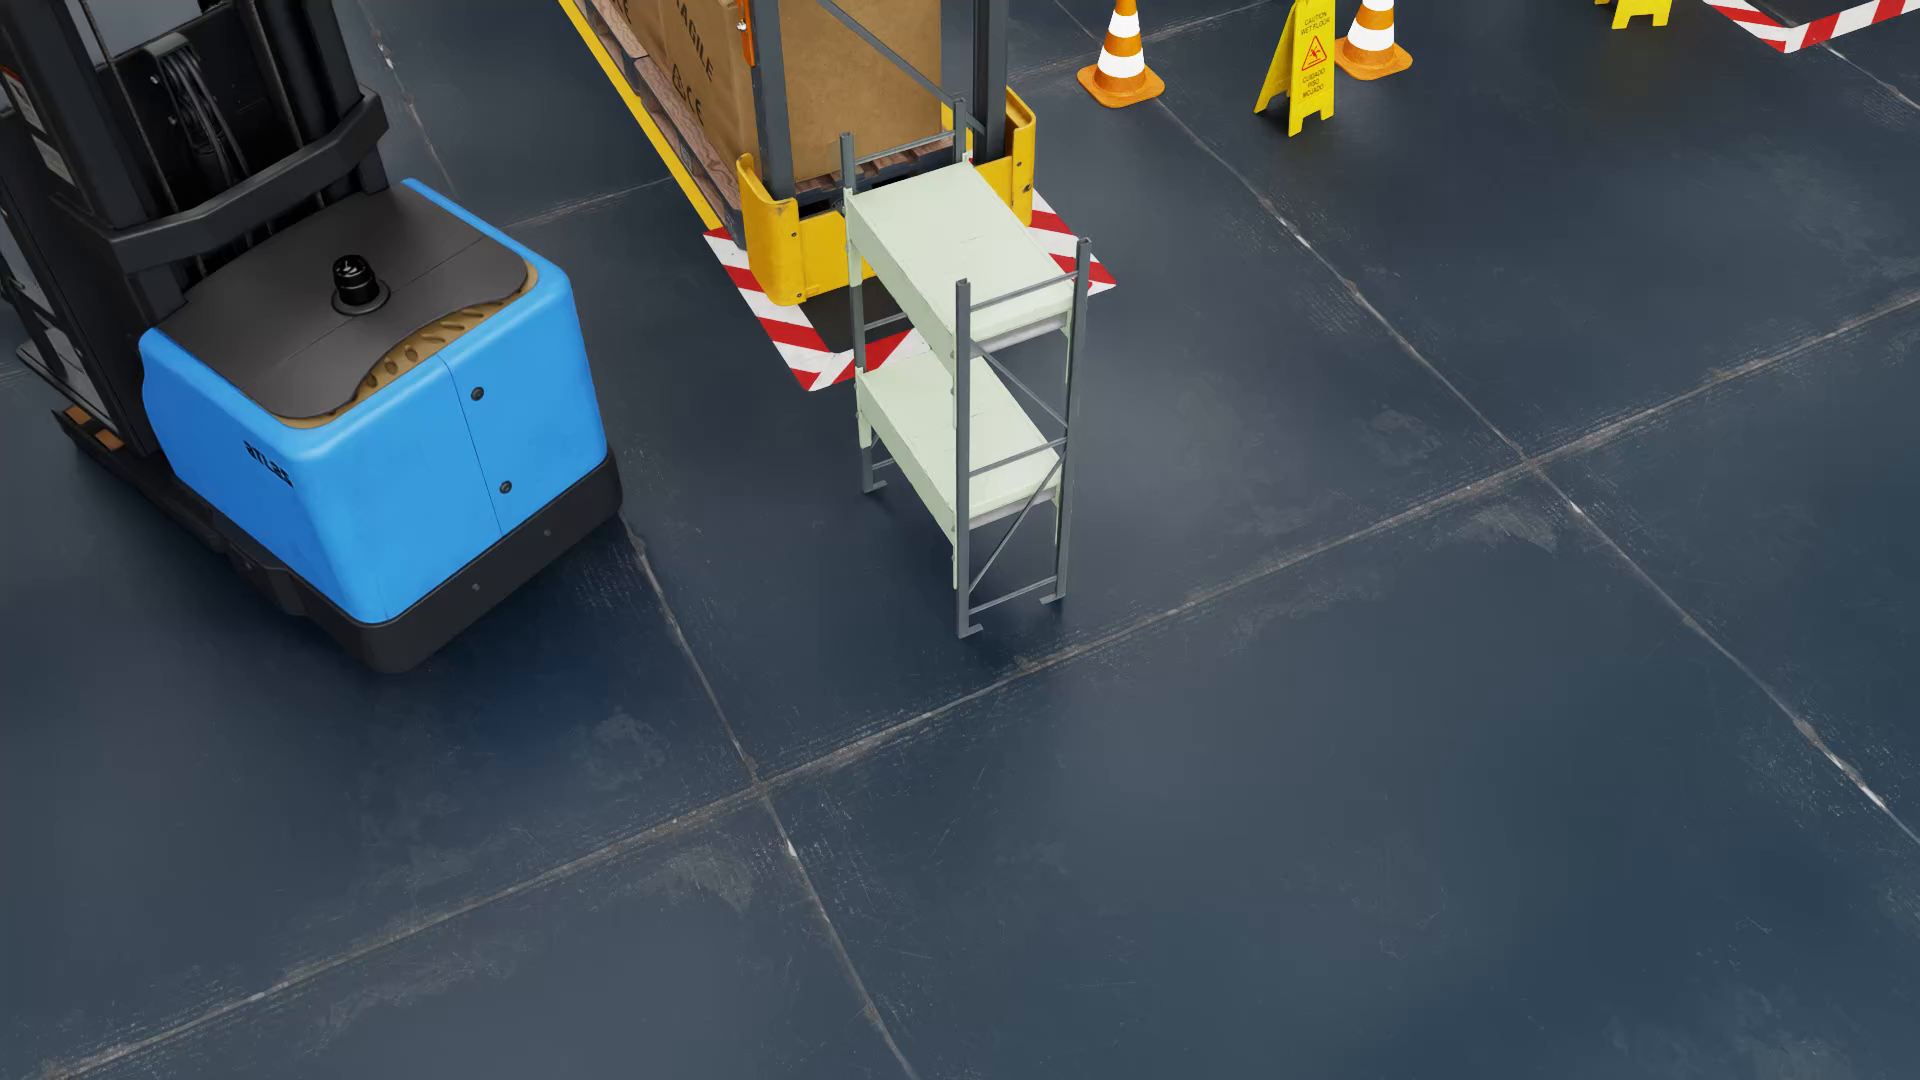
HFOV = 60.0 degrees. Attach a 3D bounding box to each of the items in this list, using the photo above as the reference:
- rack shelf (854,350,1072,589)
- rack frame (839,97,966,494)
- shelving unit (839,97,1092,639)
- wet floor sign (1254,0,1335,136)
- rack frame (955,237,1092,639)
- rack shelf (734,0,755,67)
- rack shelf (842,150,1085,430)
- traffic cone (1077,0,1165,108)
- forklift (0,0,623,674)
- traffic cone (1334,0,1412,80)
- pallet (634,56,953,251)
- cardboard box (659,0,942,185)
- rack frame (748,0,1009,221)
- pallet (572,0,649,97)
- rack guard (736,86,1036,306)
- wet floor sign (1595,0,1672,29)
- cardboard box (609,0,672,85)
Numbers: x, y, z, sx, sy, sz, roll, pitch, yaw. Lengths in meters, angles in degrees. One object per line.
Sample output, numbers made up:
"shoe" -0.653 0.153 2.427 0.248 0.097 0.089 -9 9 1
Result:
"rack shelf" 0.003 -0.275 5.427 0.431 0.370 0.720 -21 52 -18
"rack frame" -0.164 -0.734 5.396 0.400 1.500 0.023 -21 52 -18
"shelving unit" 0.003 -0.489 5.182 0.431 1.500 0.755 -21 52 -18
"wet floor sign" 1.485 -2.111 7.168 0.267 0.644 0.232 -30 55 -23
"rack frame" 0.171 -0.244 4.967 0.400 1.500 0.023 -21 52 -18
"rack shelf" -1.204 -3.325 7.143 1.077 0.370 4.000 -21 52 -18
"rack shelf" 0.003 -0.746 4.888 0.431 0.370 0.720 -21 52 -18
"traffic cone" 0.731 -2.233 7.396 0.336 0.463 0.334 -21 52 -18
"forklift" -2.630 -1.488 5.104 3.031 2.935 1.130 32 56 25
"traffic cone" 1.891 -2.395 7.537 0.336 0.463 0.334 -21 52 -18
"pallet" -0.724 -1.814 7.196 1.003 0.211 1.213 -21 52 -18
"cardboard box" -0.658 -2.093 6.721 0.875 0.875 0.875 -21 52 -17
"rack frame" -0.289 -2.224 5.702 1.000 3.000 0.127 -21 52 -18
"pallet" -1.279 -2.629 7.909 1.003 0.211 1.213 -21 52 -18
"rack guard" -0.278 -1.385 6.629 1.175 0.500 0.348 -21 52 -18
"wet floor sign" 3.202 -2.725 7.705 0.267 0.644 0.232 -5 49 -5
"cardboard box" -1.062 -2.682 7.235 0.875 0.875 0.875 -22 52 -18
